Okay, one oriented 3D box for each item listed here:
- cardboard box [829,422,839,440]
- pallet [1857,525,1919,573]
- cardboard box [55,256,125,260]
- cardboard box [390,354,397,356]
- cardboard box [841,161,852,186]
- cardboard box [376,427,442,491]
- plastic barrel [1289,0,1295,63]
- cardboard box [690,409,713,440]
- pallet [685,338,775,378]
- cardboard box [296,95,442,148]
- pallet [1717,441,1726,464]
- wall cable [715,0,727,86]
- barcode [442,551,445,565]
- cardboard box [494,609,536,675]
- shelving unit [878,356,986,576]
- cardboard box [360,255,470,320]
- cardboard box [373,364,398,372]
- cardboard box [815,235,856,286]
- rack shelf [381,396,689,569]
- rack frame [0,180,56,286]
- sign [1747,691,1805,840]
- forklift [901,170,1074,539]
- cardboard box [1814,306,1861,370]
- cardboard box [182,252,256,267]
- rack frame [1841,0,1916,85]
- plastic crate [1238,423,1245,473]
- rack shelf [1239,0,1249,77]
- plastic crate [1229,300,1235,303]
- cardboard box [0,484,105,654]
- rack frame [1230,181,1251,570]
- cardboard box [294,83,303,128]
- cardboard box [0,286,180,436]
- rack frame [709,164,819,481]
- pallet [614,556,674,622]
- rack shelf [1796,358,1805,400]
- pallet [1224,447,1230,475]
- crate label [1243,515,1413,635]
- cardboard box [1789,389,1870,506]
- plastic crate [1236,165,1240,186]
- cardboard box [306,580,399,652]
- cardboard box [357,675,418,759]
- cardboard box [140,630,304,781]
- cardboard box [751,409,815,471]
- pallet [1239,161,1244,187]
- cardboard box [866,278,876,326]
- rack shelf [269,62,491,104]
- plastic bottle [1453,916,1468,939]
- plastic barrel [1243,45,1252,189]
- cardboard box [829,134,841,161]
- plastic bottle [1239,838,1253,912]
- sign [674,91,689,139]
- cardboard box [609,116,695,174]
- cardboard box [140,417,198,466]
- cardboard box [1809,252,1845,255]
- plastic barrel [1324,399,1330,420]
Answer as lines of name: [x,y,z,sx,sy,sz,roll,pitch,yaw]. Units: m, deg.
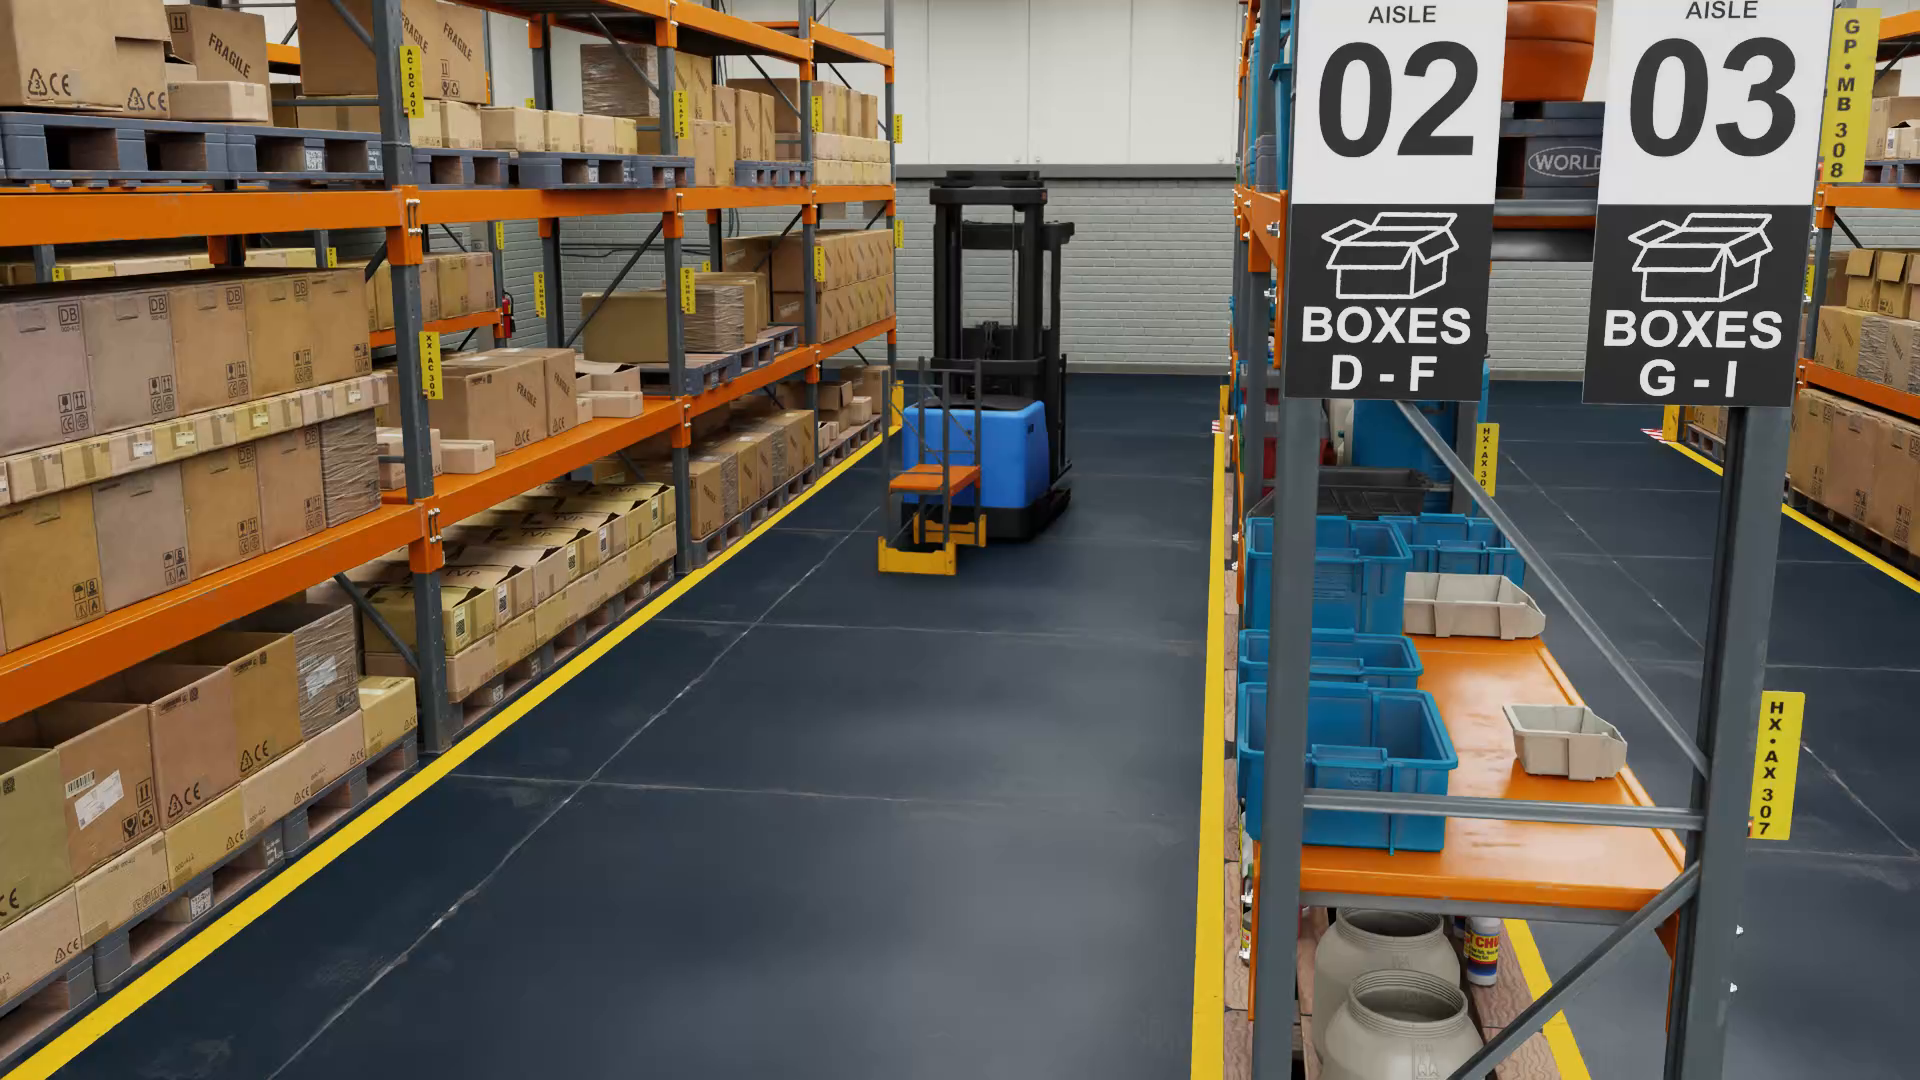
cardboard box: [-1.479,-1.157,17.424,0.380,0.166,0.250,2,12,9]
pallet: [7.678,0.036,12.824,1.003,0.211,1.213,2,12,9]
cardboard box: [-7.412,-2.281,14.188,0.500,0.250,0.500,2,12,7]
cardboard box: [-6.464,-2.085,19.446,0.380,0.149,0.250,2,12,9]
cardboard box: [-1.402,-3.761,17.059,0.500,0.250,0.500,2,12,9]
cardboard box: [-3.078,-0.432,8.732,0.500,0.250,0.500,3,12,12]
plastic barrel: [1.524,-1.953,6.128,0.600,0.901,0.708,2,12,9]
cardboard box: [-2.426,-1.021,14.219,0.500,0.250,0.500,2,12,8]
pallet: [-2.201,-1.545,13.998,1.003,0.211,1.213,2,12,9]
cardboard box: [-3.006,-2.127,8.484,0.500,0.250,0.500,3,13,15]
pallet: [8.287,-0.792,16.667,1.003,0.211,1.213,2,12,9]
wall cable: [-2.264,-8.021,24.733,3.097,2.526,0.112,2,12,9]
barcode: [-2.660,0.097,8.534,0.001,0.075,0.075,2,12,9]
cardboard box: [-2.724,0.555,9.326,0.500,0.250,0.500,2,12,10]
shelving unit: [-0.200,-0.593,12.687,0.587,1.500,1.083,3,13,13]
cardboard box: [-6.330,-2.947,19.337,0.980,0.700,0.700,2,12,8]
cardboard box: [-6.246,-1.853,18.368,0.380,0.149,0.250,2,12,7]
cardboard box: [-1.371,-2.907,17.254,0.500,0.500,0.500,2,12,7]
rack shelf: [-2.803,-0.466,10.242,1.077,0.370,4.000,2,12,9]
rack frame: [-7.391,-1.393,12.839,1.000,3.000,0.127,2,12,9]
sign: [1.711,0.476,3.506,0.100,0.325,0.005,2,12,9]
forklift: [0.371,-1.710,14.469,1.130,2.935,3.031,3,13,13]
cardboard box: [7.590,-1.706,14.052,0.500,0.500,0.500,2,12,9]
cardboard box: [-6.761,-2.479,15.105,0.500,0.250,0.500,2,12,10]
rack frame: [7.908,-4.677,13.837,1.000,3.000,0.127,2,12,9]
plastic crate: [1.772,-0.508,9.233,0.450,0.188,0.662,2,12,9]
rack shelf: [2.706,-3.874,12.768,1.077,0.370,4.000,2,12,9]
plastic crate: [3.164,-2.508,18.264,0.416,0.233,0.300,2,12,9]
cardboard box: [-3.483,0.073,5.796,0.700,0.500,0.500,2,12,9]
rack frame: [2.398,-1.072,11.350,1.000,3.000,0.127,2,12,9]
cardboard box: [-6.389,-4.379,16.916,0.500,0.500,0.500,2,12,8]
cardboard box: [-3.404,-0.678,6.203,0.700,0.500,0.500,2,12,9]
rack frame: [-1.880,-2.066,15.962,1.000,3.000,0.127,2,12,9]
pallet: [-2.661,0.300,11.603,1.003,0.211,1.213,2,12,9]
rack shelf: [8.215,-1.809,16.477,1.077,0.370,4.000,2,12,9]
pallet: [3.088,-0.696,16.223,1.003,0.211,1.213,2,12,9]
crate label: [1.184,0.184,5.437,0.502,0.435,0.616,2,12,9]
cardboard box: [7.829,-0.777,14.027,1.225,0.875,0.875,2,12,9]
plastic crate: [2.780,-3.366,15.374,0.450,0.188,0.662,2,12,9]
cardboard box: [-3.332,0.370,8.855,0.500,0.311,0.500,2,12,9]
cardboard box: [-2.966,0.841,7.999,0.500,0.250,0.500,2,12,9]
cardboard box: [-3.127,0.683,6.955,0.500,0.500,0.500,2,12,9]
cardboard box: [-1.673,-0.948,15.659,0.500,0.500,0.500,2,12,8]
pallet: [2.990,-3.113,14.146,1.213,0.211,1.003,2,12,9]
cardboard box: [-1.223,-2.634,18.359,0.500,0.500,0.500,2,12,9]
rack shelf: [-6.468,-5.028,18.121,1.077,0.370,4.000,2,12,9]
plastic bottle: [1.808,1.273,5.899,0.097,0.271,0.097,0,12,0]
plastic barrel: [2.058,-2.620,10.220,0.600,0.901,0.600,0,12,0]
cardboard box: [-1.485,-3.901,16.525,0.500,0.250,0.500,2,12,9]
plastic bottle: [1.105,1.232,6.076,0.152,0.276,0.135,2,12,7]
sign: [-1.948,-2.972,11.628,0.100,0.325,0.005,2,12,9]
cardboard box: [-2.462,-2.841,12.198,0.910,0.500,0.500,2,12,9]
cardboard box: [-3.175,-0.384,6.377,0.380,0.149,0.250,2,12,11]
cardboard box: [7.795,-2.392,15.342,0.500,0.500,0.500,2,12,9]
plastic barrel: [2.387,-0.818,9.905,0.421,0.512,0.421,0,12,0]
